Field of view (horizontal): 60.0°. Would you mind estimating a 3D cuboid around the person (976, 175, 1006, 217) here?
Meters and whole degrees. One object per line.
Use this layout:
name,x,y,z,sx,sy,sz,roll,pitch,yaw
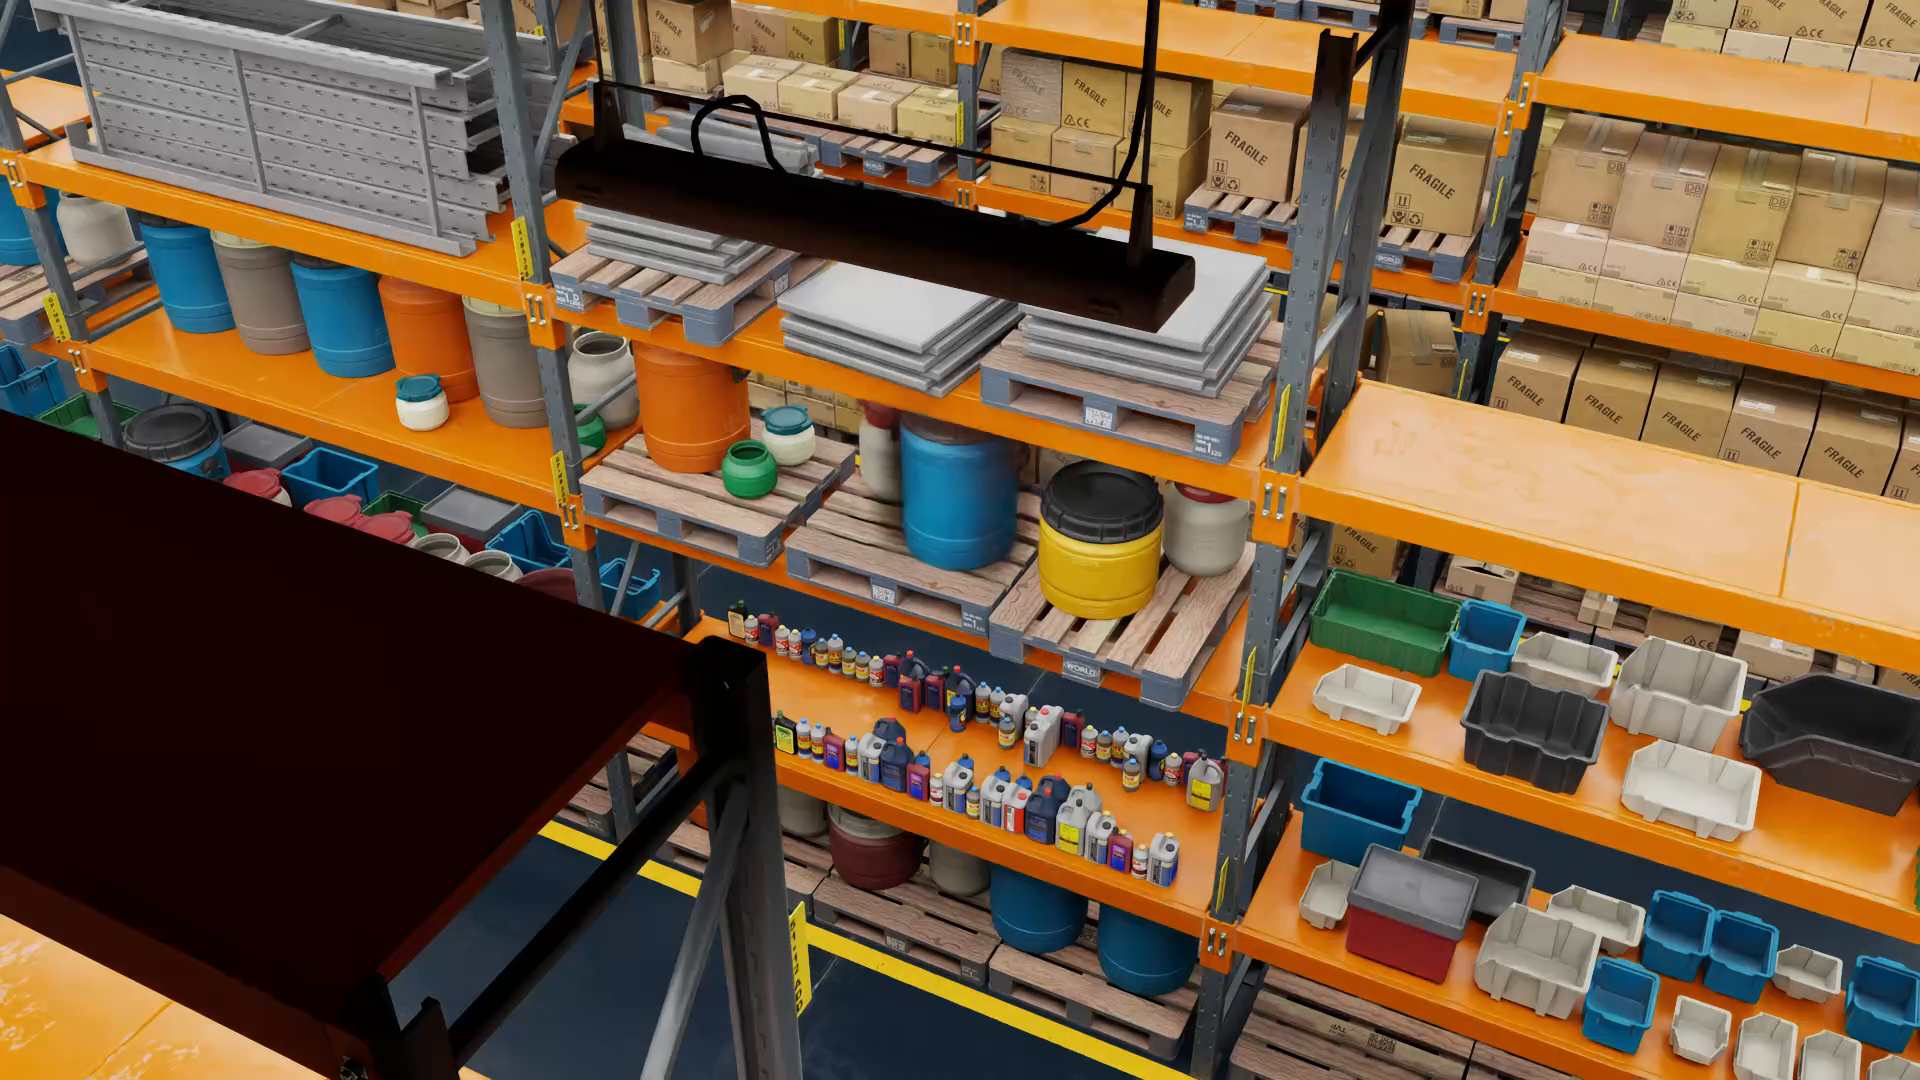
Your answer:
person,0.378,-2.705,16.224,0.671,1.762,0.648,15,38,20
